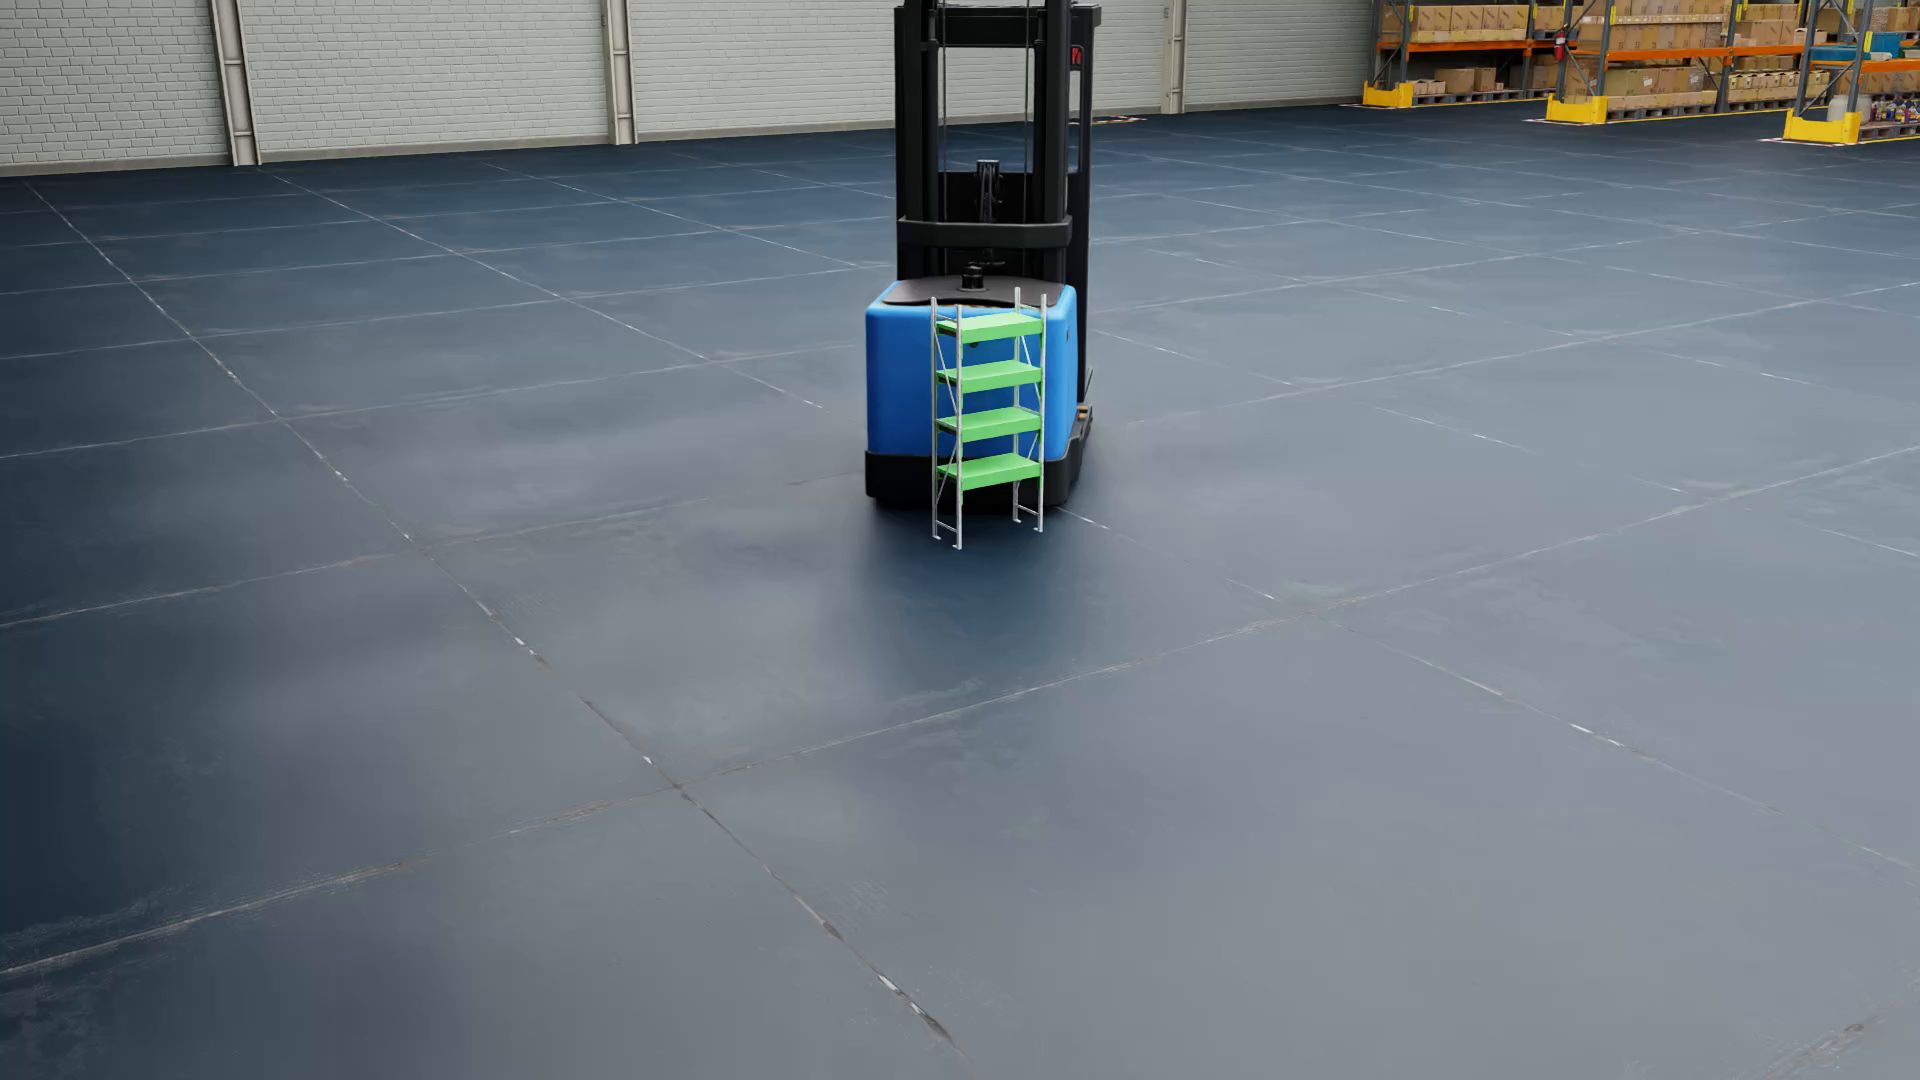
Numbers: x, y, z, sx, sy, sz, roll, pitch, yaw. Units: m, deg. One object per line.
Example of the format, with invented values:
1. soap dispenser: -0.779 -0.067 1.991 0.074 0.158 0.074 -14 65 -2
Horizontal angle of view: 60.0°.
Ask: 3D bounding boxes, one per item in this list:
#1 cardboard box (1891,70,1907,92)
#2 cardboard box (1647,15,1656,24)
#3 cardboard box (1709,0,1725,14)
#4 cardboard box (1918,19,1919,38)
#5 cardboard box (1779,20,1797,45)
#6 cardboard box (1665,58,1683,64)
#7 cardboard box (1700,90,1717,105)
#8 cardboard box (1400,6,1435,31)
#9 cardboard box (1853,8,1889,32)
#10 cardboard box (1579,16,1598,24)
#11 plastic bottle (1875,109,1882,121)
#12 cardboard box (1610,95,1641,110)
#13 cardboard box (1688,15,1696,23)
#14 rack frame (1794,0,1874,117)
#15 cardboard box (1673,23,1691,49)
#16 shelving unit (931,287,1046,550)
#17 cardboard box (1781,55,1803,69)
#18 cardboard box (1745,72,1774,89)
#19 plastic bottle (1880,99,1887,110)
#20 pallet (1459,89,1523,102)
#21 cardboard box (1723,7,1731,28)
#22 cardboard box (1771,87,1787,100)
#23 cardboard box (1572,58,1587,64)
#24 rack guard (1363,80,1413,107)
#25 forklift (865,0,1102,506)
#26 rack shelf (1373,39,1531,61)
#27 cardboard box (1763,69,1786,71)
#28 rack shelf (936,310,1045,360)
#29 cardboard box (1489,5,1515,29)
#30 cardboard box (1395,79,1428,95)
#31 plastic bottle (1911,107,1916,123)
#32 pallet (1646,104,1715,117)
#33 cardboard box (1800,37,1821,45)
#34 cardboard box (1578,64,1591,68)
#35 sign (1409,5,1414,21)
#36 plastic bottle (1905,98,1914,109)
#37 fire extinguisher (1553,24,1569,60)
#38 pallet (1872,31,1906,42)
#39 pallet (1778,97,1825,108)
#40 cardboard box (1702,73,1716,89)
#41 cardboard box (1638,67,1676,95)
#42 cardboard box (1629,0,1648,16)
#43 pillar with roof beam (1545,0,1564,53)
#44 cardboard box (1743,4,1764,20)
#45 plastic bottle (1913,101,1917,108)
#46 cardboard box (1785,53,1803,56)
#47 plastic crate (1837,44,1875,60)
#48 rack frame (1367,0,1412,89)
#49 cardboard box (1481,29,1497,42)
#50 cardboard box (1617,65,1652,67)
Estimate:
1. cardboard box: 20.925 -10.383 37.489 0.500 0.500 0.500 -12 22 -31
2. cardboard box: 13.301 -10.130 32.356 0.250 0.149 0.380 -13 23 -33
3. cardboard box: 14.967 -10.868 33.526 0.500 0.500 0.700 -12 22 -31
4. cardboard box: 22.292 -11.899 38.602 0.500 0.500 0.500 -11 22 -31
5. cardboard box: 17.283 -10.738 35.167 0.500 0.500 0.500 -13 23 -34
6. cardboard box: 17.369 -11.742 40.995 0.750 0.750 0.750 -12 22 -32
7. cardboard box: 15.067 -9.042 33.945 0.500 0.250 0.500 -12 22 -31
8. cardboard box: 9.830 -11.203 35.731 0.500 0.500 0.500 -12 22 -31
9. cardboard box: 20.008 -11.488 36.730 0.500 0.500 0.700 -8 20 -21
10. cardboard box: 12.208 -10.054 32.132 0.250 0.149 0.380 -12 22 -32
11. plastic bottle: 16.433 -7.611 29.756 0.097 0.201 0.097 0 19 0
12. cardboard box: 12.979 -8.602 32.642 0.500 0.250 0.500 -12 22 -31
13. cardboard box: 14.374 -10.357 33.027 0.250 0.149 0.380 -12 22 -32
14. rack frame: 14.715 -8.256 27.981 0.127 3.000 1.000 -12 22 -31
15. cardboard box: 14.109 -10.071 33.196 0.500 0.500 0.700 -12 22 -31
16. shelving unit: 0.138 -0.598 8.139 0.503 1.200 0.258 -12 22 -31
17. cardboard box: 21.681 -12.501 43.784 0.500 0.500 0.700 -12 22 -32
18. cardboard box: 16.669 -9.632 34.815 0.500 0.311 0.500 -13 22 -33
19. plastic bottle: 16.640 -7.775 30.007 0.185 0.351 0.144 -12 22 -32
20. pallet: 12.065 -10.162 37.972 1.213 0.211 1.003 -12 22 -31
21. cardboard box: 19.041 -13.068 41.565 0.500 0.500 0.500 -12 22 -32
22. cardboard box: 17.091 -9.458 35.175 0.500 0.250 0.500 -11 22 -30
23. cardboard box: 14.437 -11.378 39.262 0.500 0.250 0.500 -12 22 -32
24. rack guard: 9.329 -9.735 36.260 0.348 0.500 1.175 -12 22 -31
25. forklift: 0.219 -1.995 9.569 1.130 2.935 3.031 3 19 7
26. rack shelf: 10.936 -10.917 36.977 4.000 0.370 1.077 -12 22 -31
27. cardboard box: 17.642 -10.044 36.033 0.500 0.311 0.500 -13 22 -33
28. rack shelf: 0.138 -0.992 8.006 0.480 0.148 0.258 -12 22 -31
29. cardboard box: 11.968 -11.649 37.049 0.500 0.500 0.500 -12 22 -32
30. cardboard box: 9.893 -9.938 36.469 0.500 0.311 0.500 -15 24 -37
31. plastic bottle: 16.770 -7.486 29.277 0.097 0.271 0.097 0 19 0
32. pallet: 14.647 -8.836 34.052 1.213 0.211 1.003 -12 22 -31
33. cardboard box: 18.076 -10.639 35.423 0.250 0.149 0.380 -12 22 -31
34. cardboard box: 14.481 -11.044 39.444 0.500 0.500 0.700 -12 22 -32
35. sign: 9.565 -11.171 35.252 0.005 0.325 0.100 -12 22 -31
36. plastic bottle: 17.232 -7.844 30.213 0.185 0.351 0.144 -12 22 -31
37. fire extinguisher: 11.639 -9.648 32.221 0.183 0.674 0.296 -12 22 -31
38. pallet: 20.297 -11.243 37.118 1.213 0.211 1.003 -12 22 -31
39. pallet: 17.966 -9.535 36.119 1.213 0.211 1.003 -12 22 -31
40. cardboard box: 15.515 -9.596 34.708 0.500 0.311 0.500 -12 22 -31
41. cardboard box: 13.818 -9.131 33.038 0.500 0.500 0.500 -12 22 -31
42. cardboard box: 12.871 -10.426 32.218 0.500 0.500 0.700 -13 22 -33
43. pillar with roof beam: 16.754 -14.008 35.628 0.400 9.000 9.100 -12 22 -31
44. cardboard box: 19.750 -13.253 42.293 0.700 0.700 0.980 -12 22 -31
45. plastic bottle: 17.548 -7.937 30.613 0.097 0.271 0.097 0 19 0
46. cardboard box: 21.879 -12.779 43.596 0.250 0.149 0.380 -11 22 -30
47. plastic crate: 15.514 -8.466 28.837 0.408 0.251 0.499 -12 22 -31
48. rack frame: 9.266 -10.906 35.820 0.127 3.000 1.000 -12 22 -31
49. cardboard box: 11.546 -11.206 36.911 0.500 0.250 0.500 -12 22 -32
50. cardboard box: 13.523 -9.275 33.462 0.500 0.500 0.500 -12 22 -31
